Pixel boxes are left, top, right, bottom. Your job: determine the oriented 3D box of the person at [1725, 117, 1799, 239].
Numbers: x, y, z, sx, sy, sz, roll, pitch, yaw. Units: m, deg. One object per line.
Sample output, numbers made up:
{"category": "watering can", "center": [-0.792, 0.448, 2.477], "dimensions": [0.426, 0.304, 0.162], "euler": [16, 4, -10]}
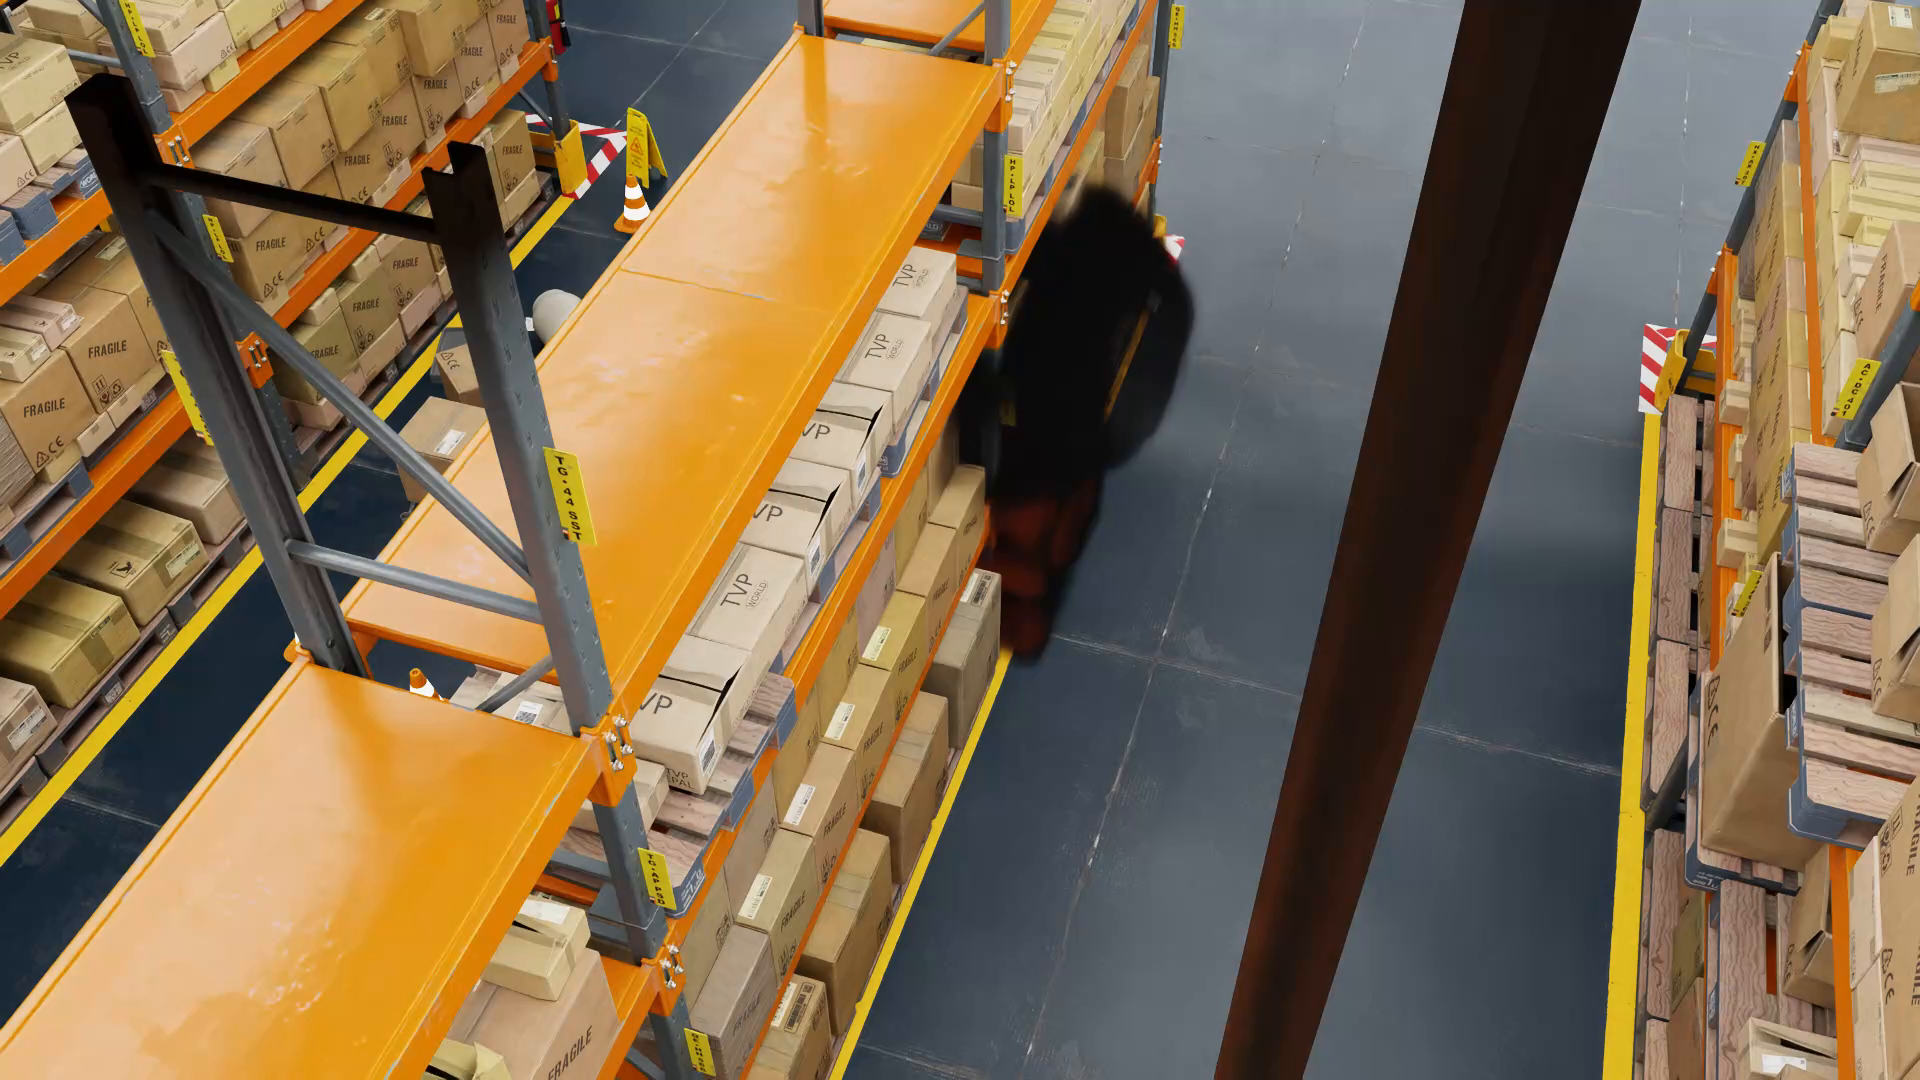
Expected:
{"category": "person", "center": [6.583, -2.795, 12.696], "dimensions": [0.661, 1.672, 0.928], "euler": [-27, 52, -24]}
